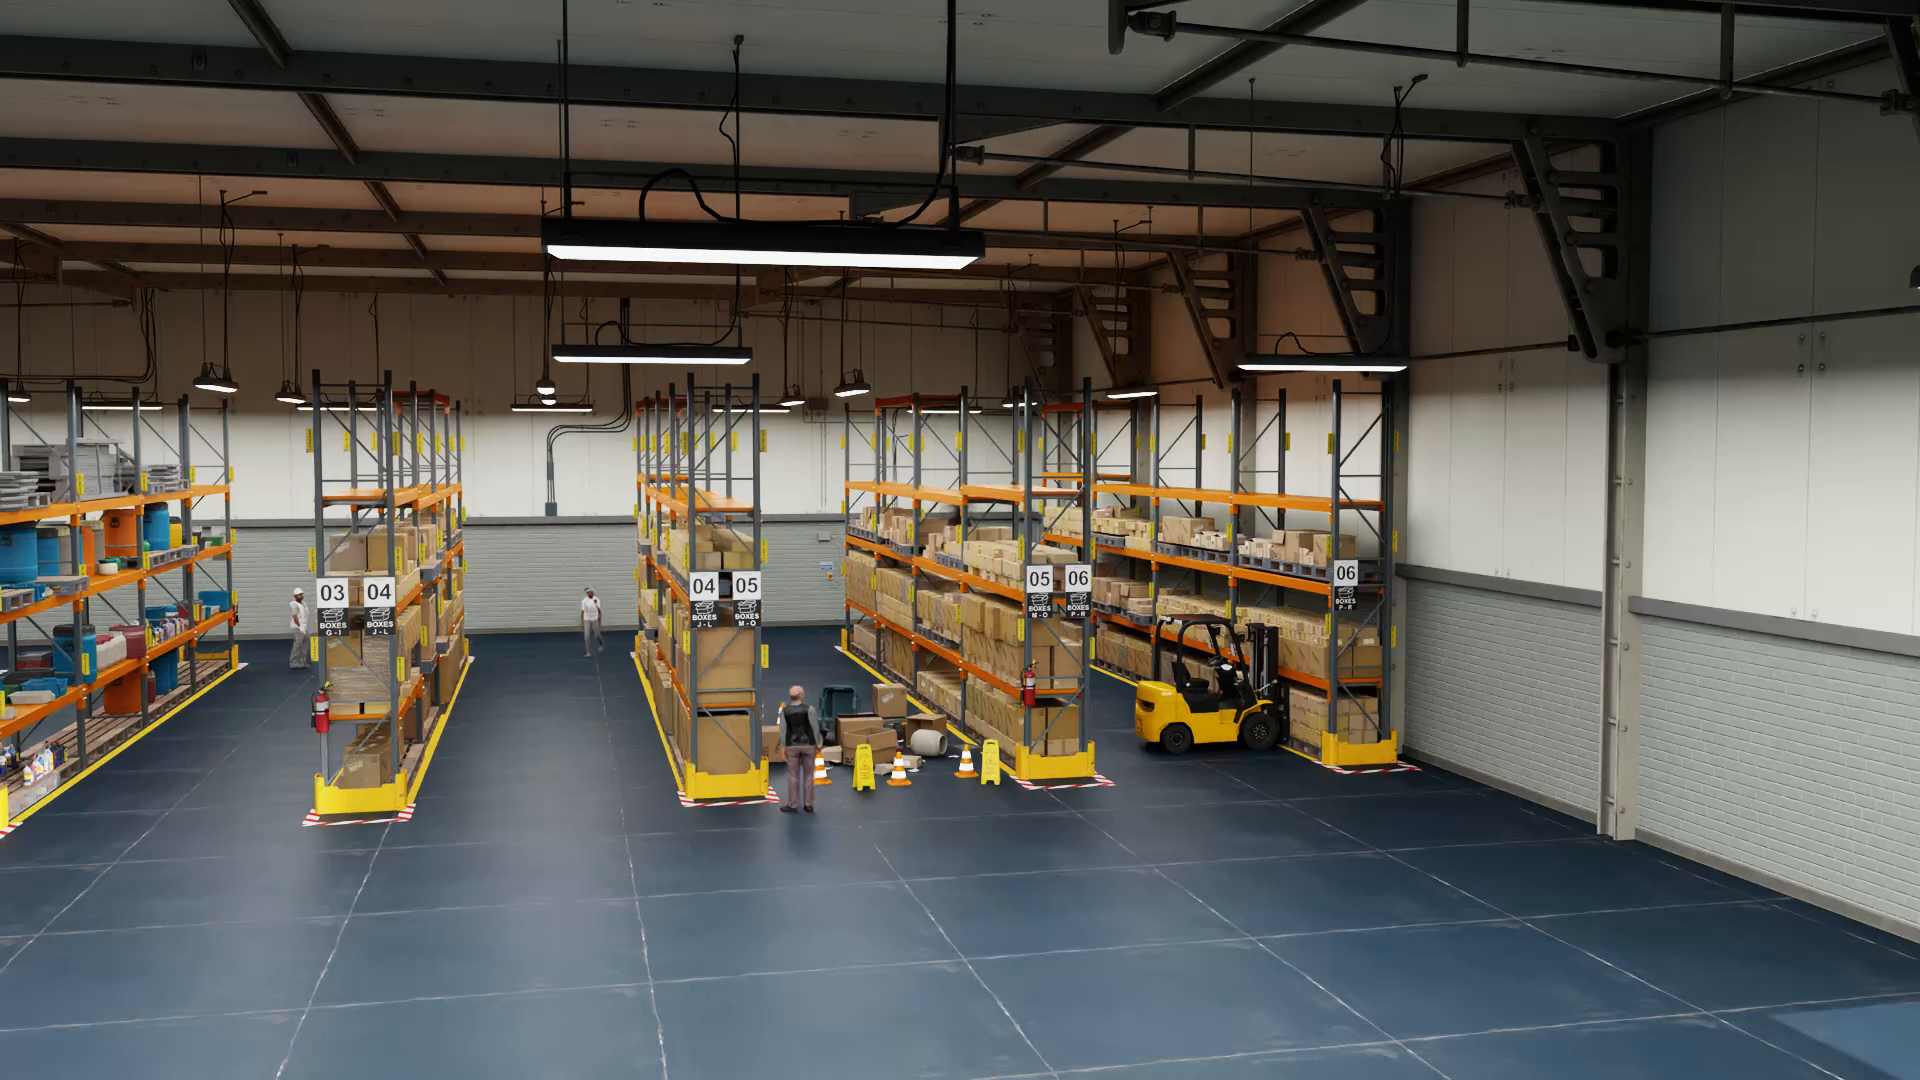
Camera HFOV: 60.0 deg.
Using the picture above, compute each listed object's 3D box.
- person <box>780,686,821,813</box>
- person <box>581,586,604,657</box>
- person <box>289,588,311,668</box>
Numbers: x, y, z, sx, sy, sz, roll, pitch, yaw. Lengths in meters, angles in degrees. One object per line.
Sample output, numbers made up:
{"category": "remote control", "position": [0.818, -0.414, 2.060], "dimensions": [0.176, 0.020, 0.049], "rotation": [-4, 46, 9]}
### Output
{"category": "person", "position": [-2.172, 2.844, 22.612], "dimensions": [0.559, 1.750, 0.387], "rotation": [0, 3, -2]}
{"category": "person", "position": [-8.672, 1.899, 39.192], "dimensions": [0.473, 1.661, 0.629], "rotation": [0, 3, 4]}
{"category": "person", "position": [-14.694, 1.987, 37.063], "dimensions": [0.486, 1.842, 0.600], "rotation": [-2, 4, -26]}
